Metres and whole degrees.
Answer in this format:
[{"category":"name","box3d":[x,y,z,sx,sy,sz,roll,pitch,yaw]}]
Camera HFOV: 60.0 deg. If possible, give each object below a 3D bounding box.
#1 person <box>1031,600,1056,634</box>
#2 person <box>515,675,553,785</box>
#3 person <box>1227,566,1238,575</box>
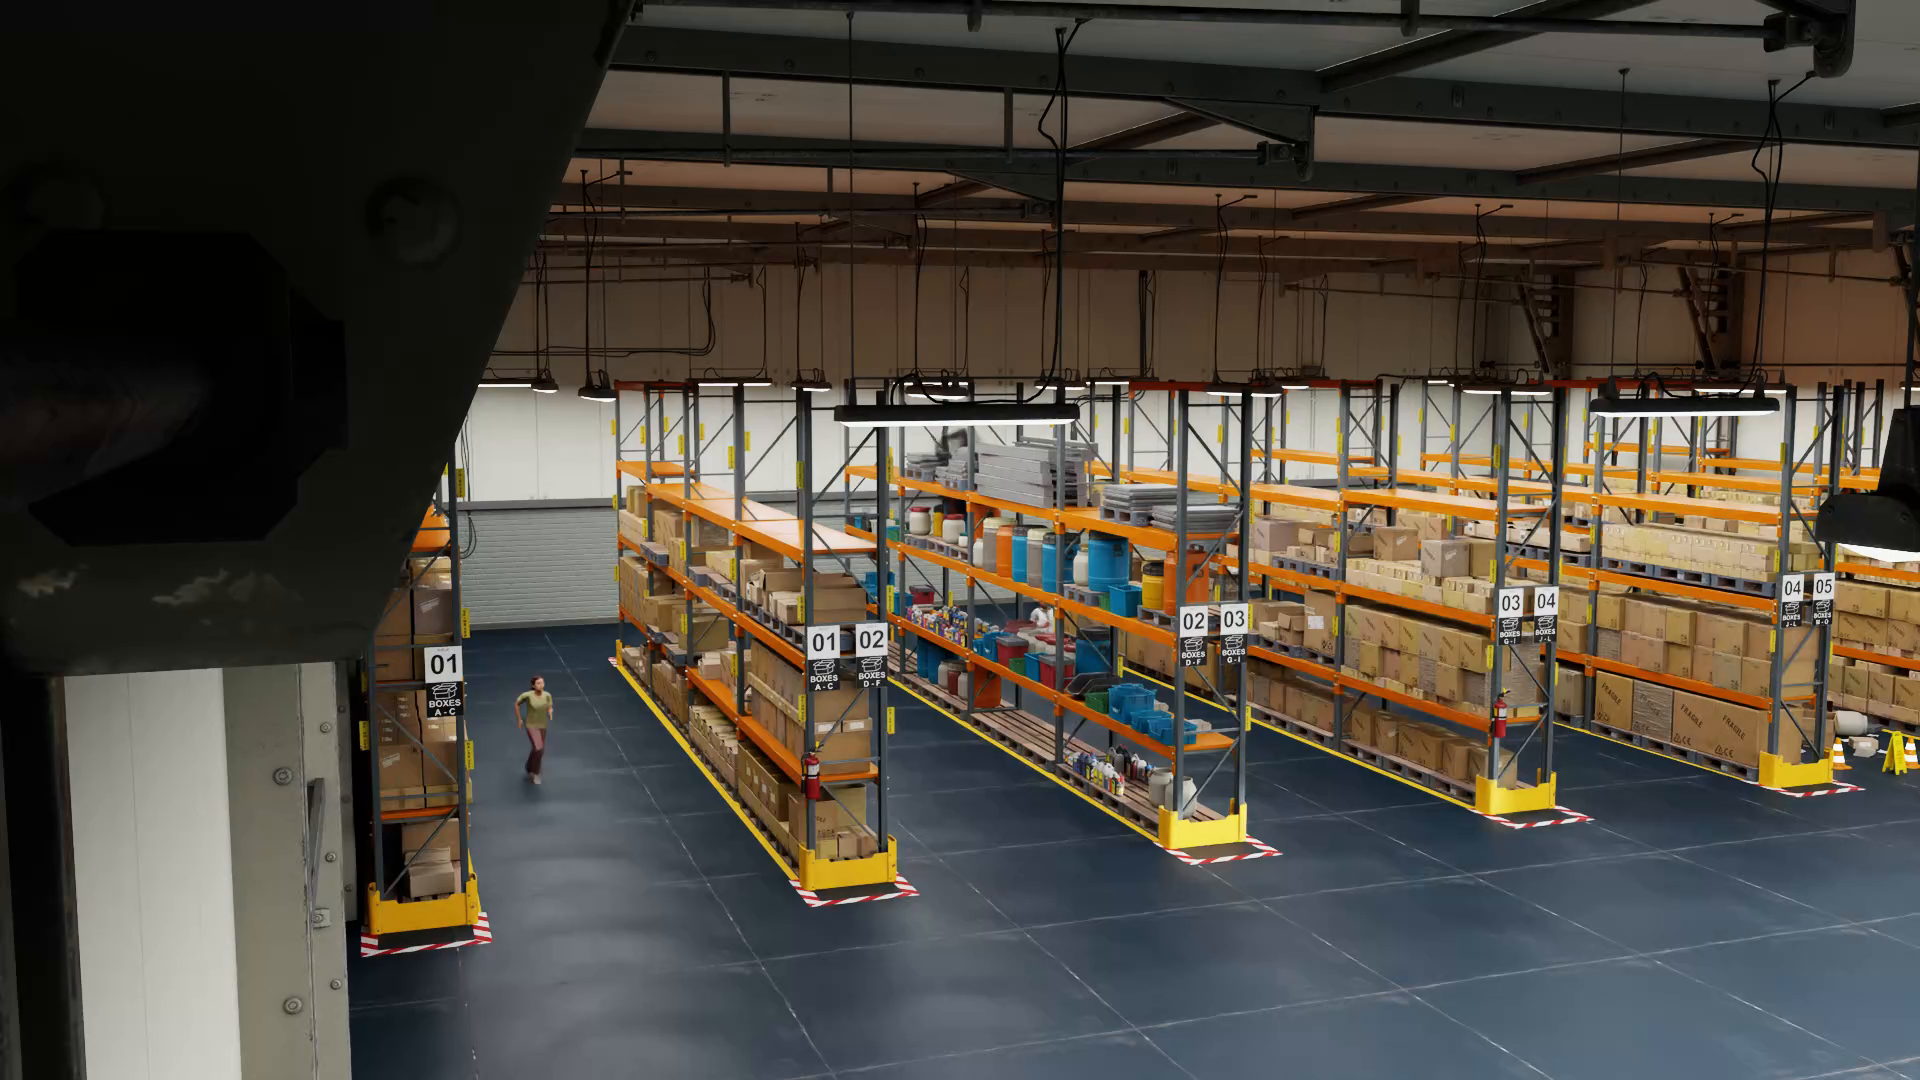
[{"category":"person","box3d":[1.650,1.959,32.968,0.639,1.827,0.864,-2,6,-21]},{"category":"person","box3d":[-6.436,2.858,25.201,0.527,1.671,0.792,-5,8,-41]},{"category":"person","box3d":[6.958,1.016,42.161,0.611,1.676,0.893,4,7,31]}]
